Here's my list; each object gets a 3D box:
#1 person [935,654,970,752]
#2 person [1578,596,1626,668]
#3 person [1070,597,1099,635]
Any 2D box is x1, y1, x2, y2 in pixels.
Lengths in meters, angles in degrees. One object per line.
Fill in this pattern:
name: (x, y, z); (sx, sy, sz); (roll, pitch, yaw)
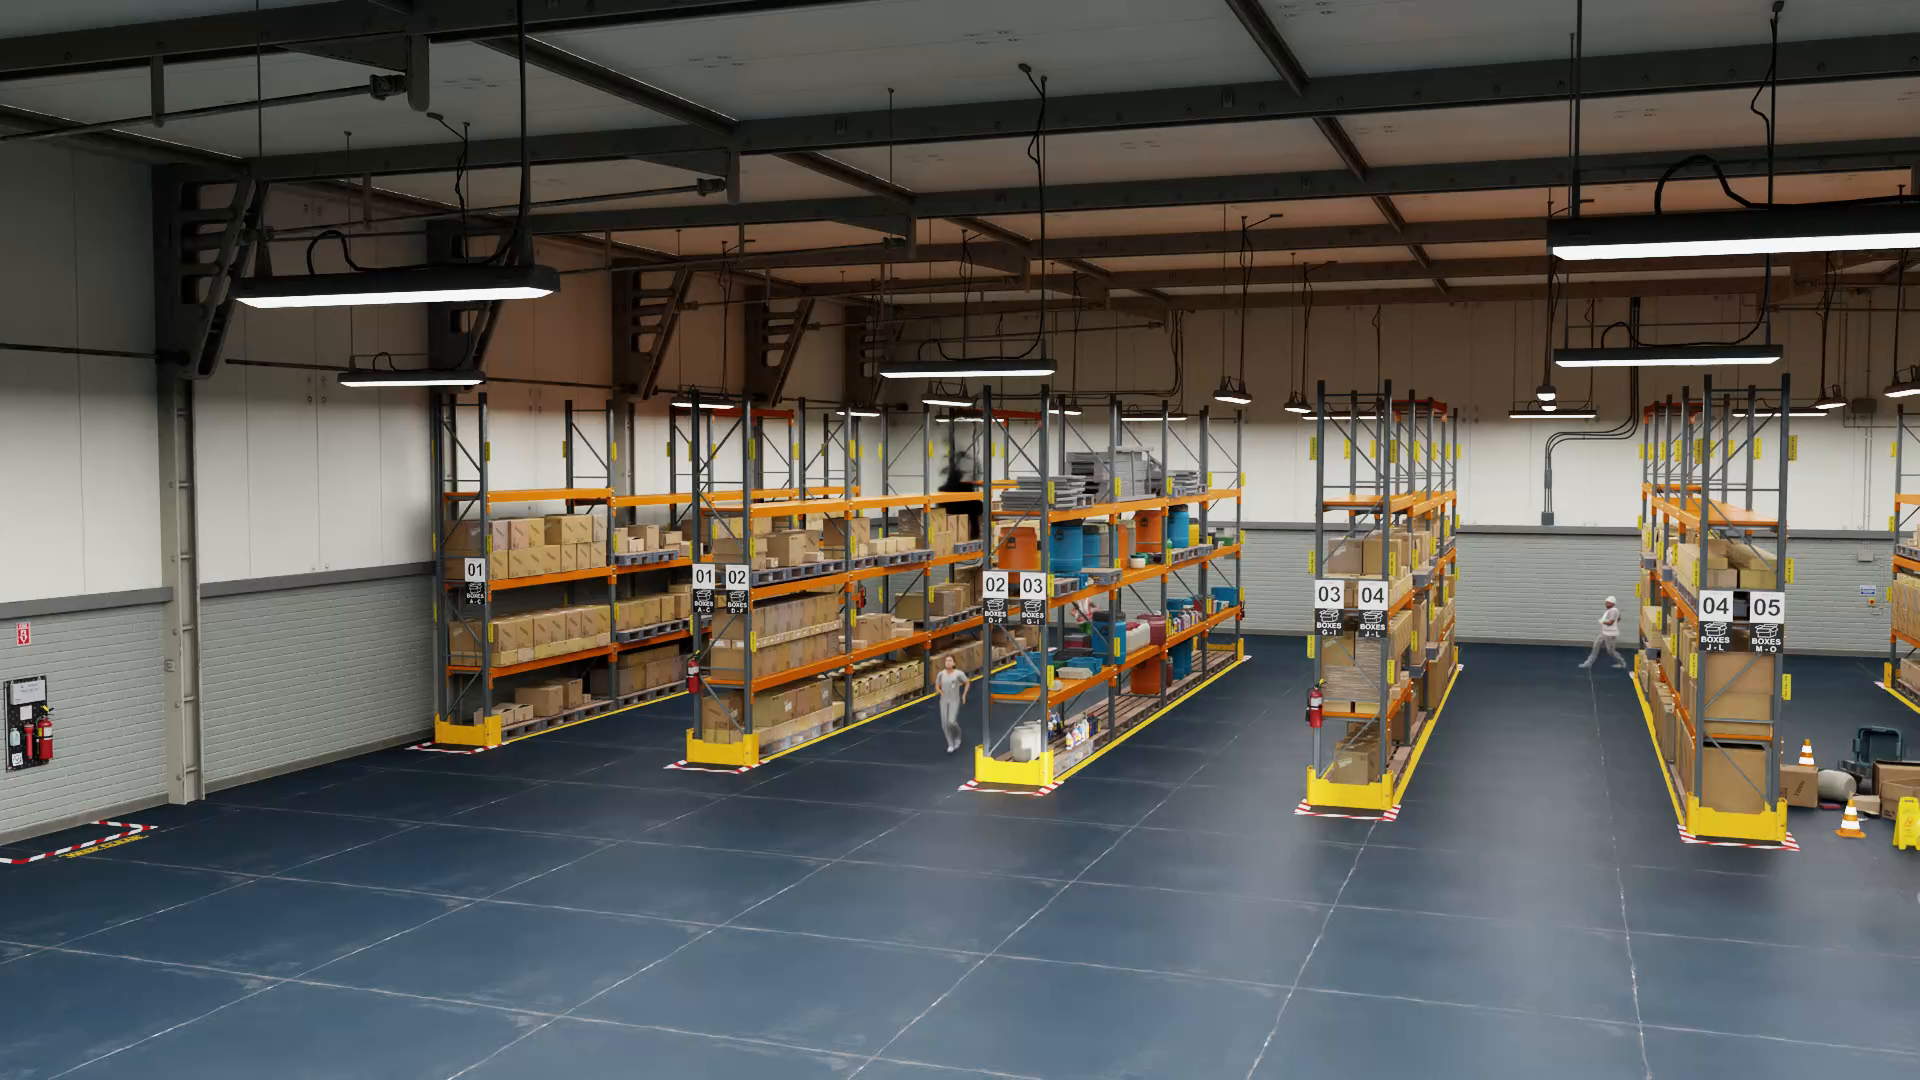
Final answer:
person: (-0.161, 2.713, 27.555); (0.550, 1.633, 0.571); (1, 3, 16)
person: (14.771, 2.122, 38.073); (1.016, 1.683, 0.763); (0, 3, 7)
person: (3.003, 2.000, 40.203); (0.701, 1.741, 0.849); (1, 3, 10)
